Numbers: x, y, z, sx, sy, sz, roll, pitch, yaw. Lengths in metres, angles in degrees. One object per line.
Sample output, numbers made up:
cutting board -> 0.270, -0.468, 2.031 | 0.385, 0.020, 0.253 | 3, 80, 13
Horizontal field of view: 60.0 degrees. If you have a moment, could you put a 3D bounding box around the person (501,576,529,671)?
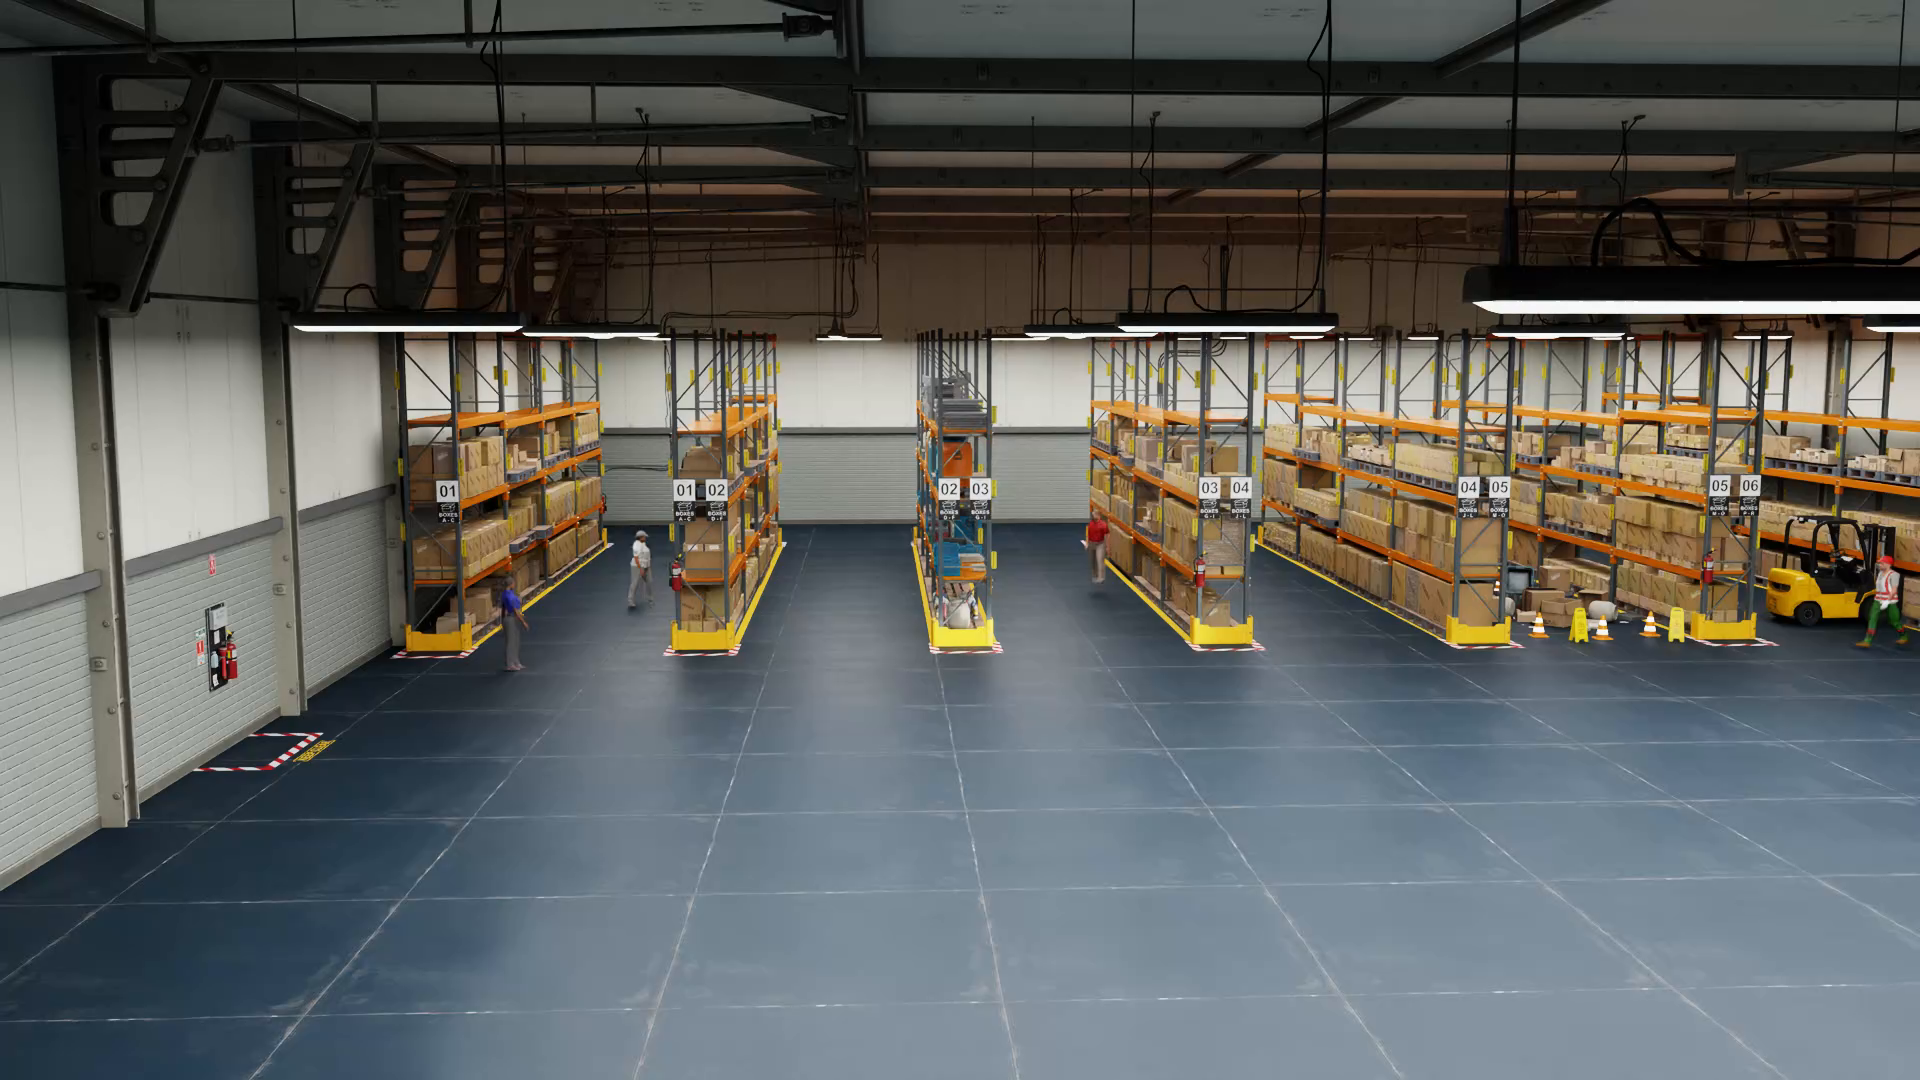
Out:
person -> -7.830, 1.475, 29.247 | 0.555, 1.689, 0.475 | -1, 7, -4

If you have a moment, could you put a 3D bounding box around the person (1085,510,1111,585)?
person -> 3.129, 0.169, 37.760 | 0.582, 1.719, 0.993 | 4, 8, 28

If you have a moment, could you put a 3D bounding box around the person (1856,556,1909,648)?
person -> 17.444, 1.169, 31.327 | 1.086, 1.752, 0.509 | -3, 7, -23

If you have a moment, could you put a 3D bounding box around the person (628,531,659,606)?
person -> -6.995, 0.629, 36.531 | 0.514, 1.699, 0.669 | 3, 7, 23
